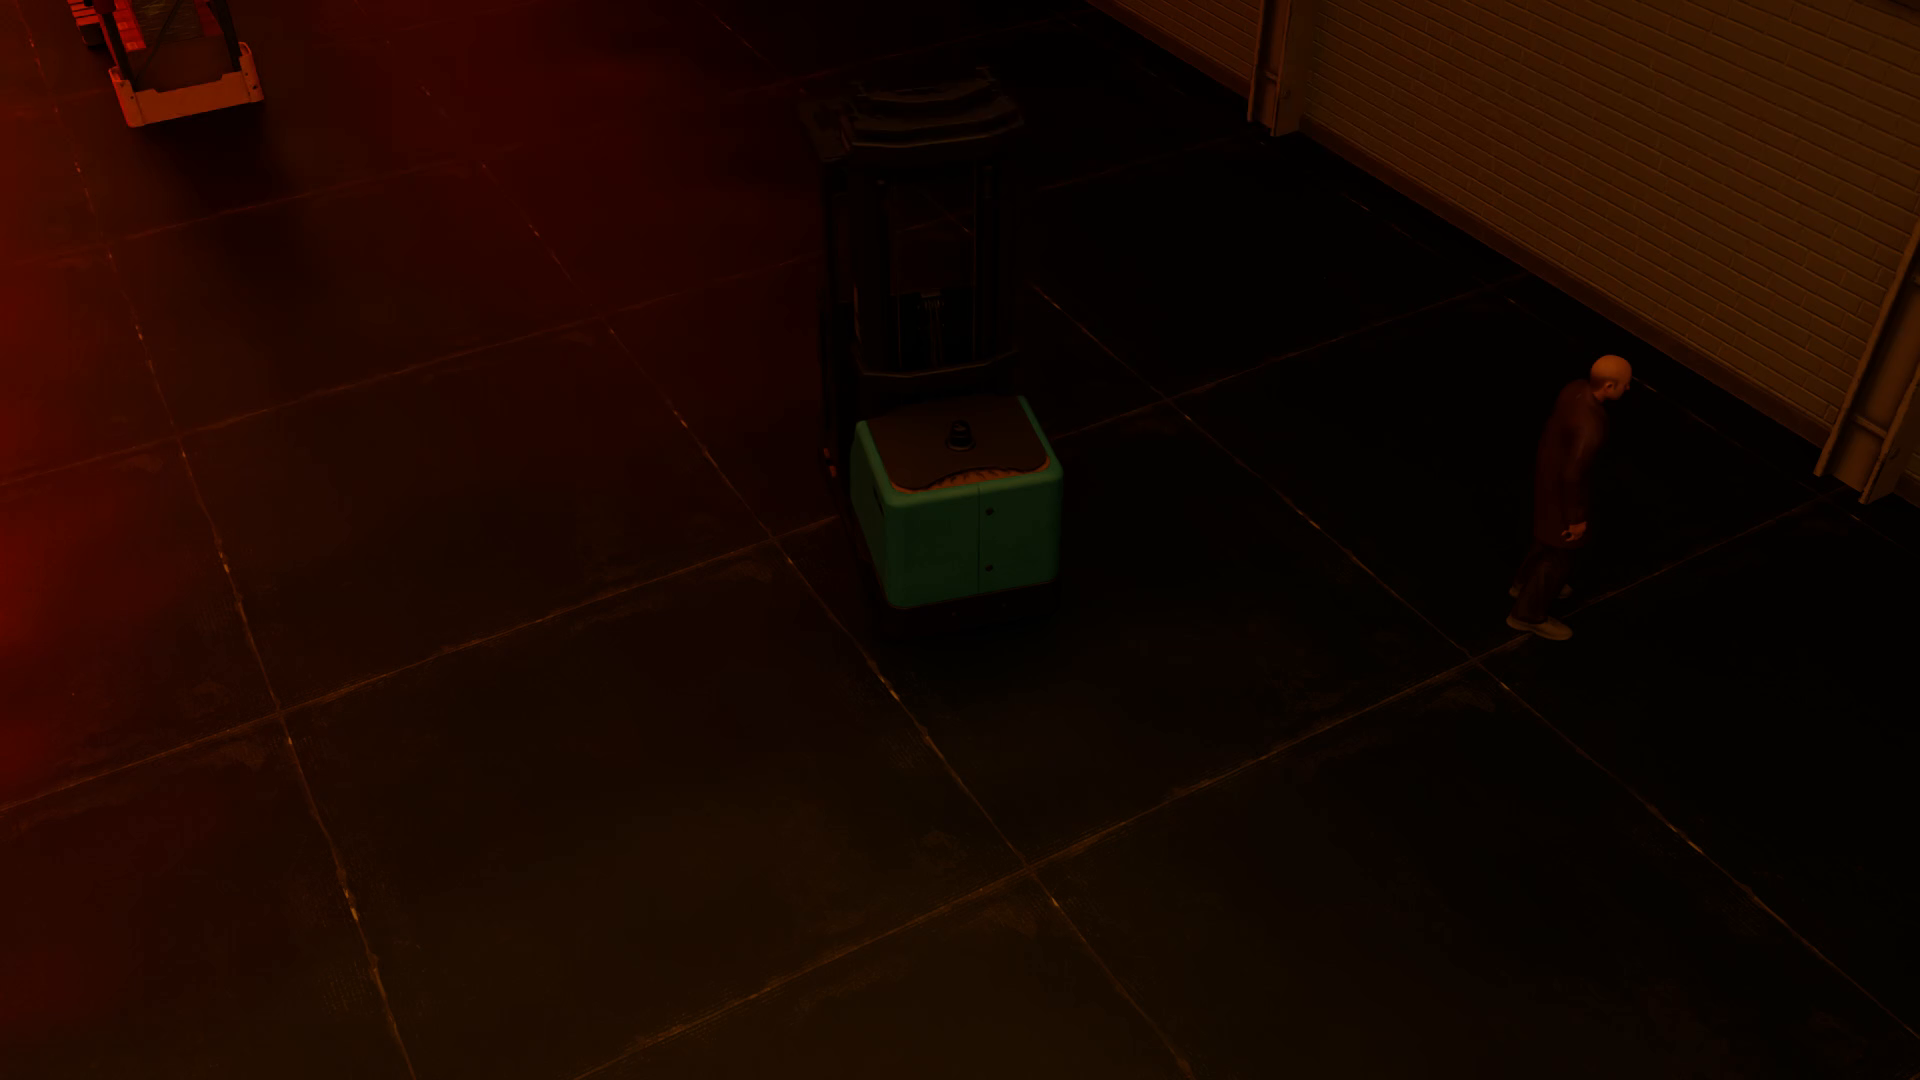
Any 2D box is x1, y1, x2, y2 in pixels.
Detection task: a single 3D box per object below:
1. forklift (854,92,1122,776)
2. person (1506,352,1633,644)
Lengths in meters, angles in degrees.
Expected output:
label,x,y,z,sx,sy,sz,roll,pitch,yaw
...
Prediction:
label,x,y,z,sx,sy,sz,roll,pitch,yaw
forklift,0.161,-0.738,8.925,1.130,2.935,3.031,-8,40,-10
person,3.400,-0.281,9.281,0.426,1.775,0.655,6,40,7
